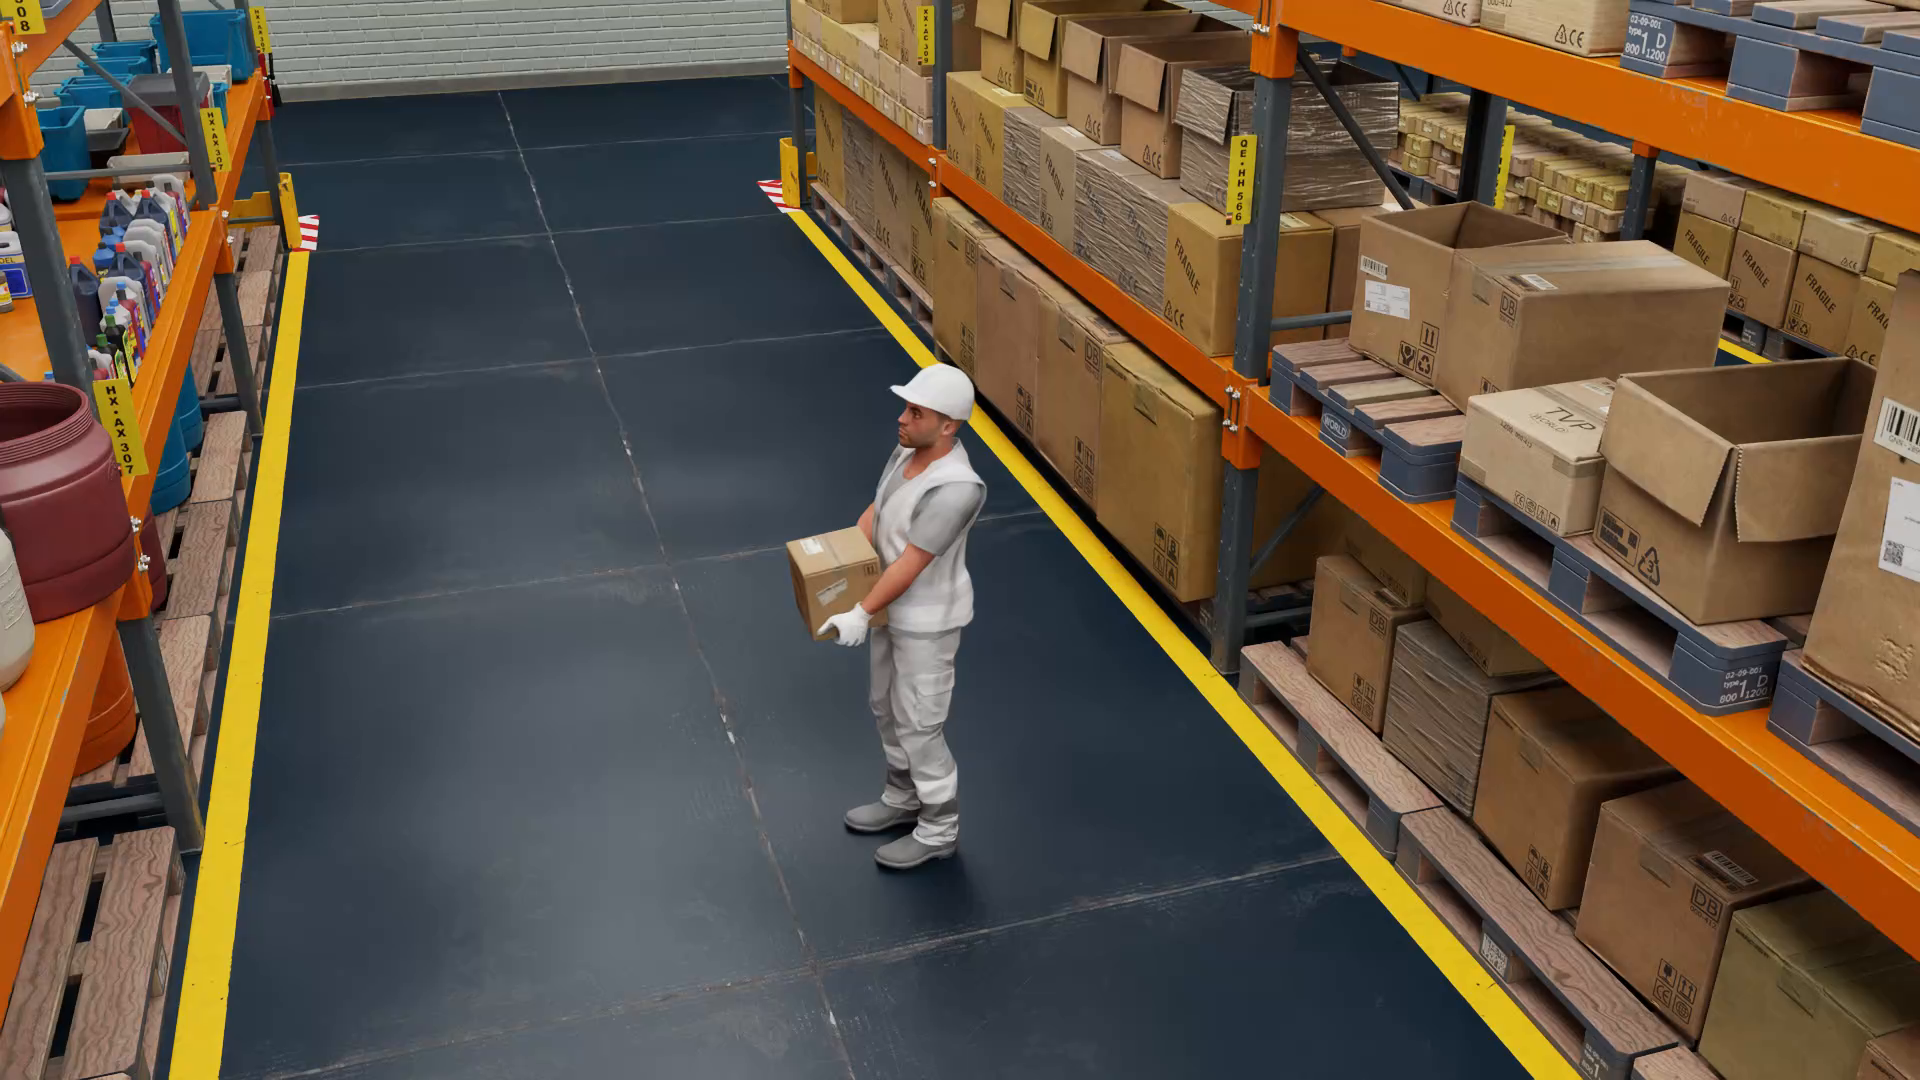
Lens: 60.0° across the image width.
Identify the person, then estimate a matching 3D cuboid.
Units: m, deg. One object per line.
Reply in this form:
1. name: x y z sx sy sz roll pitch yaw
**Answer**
1. person: -0.226 0.275 5.532 0.563 1.783 0.494 -8 27 -16
